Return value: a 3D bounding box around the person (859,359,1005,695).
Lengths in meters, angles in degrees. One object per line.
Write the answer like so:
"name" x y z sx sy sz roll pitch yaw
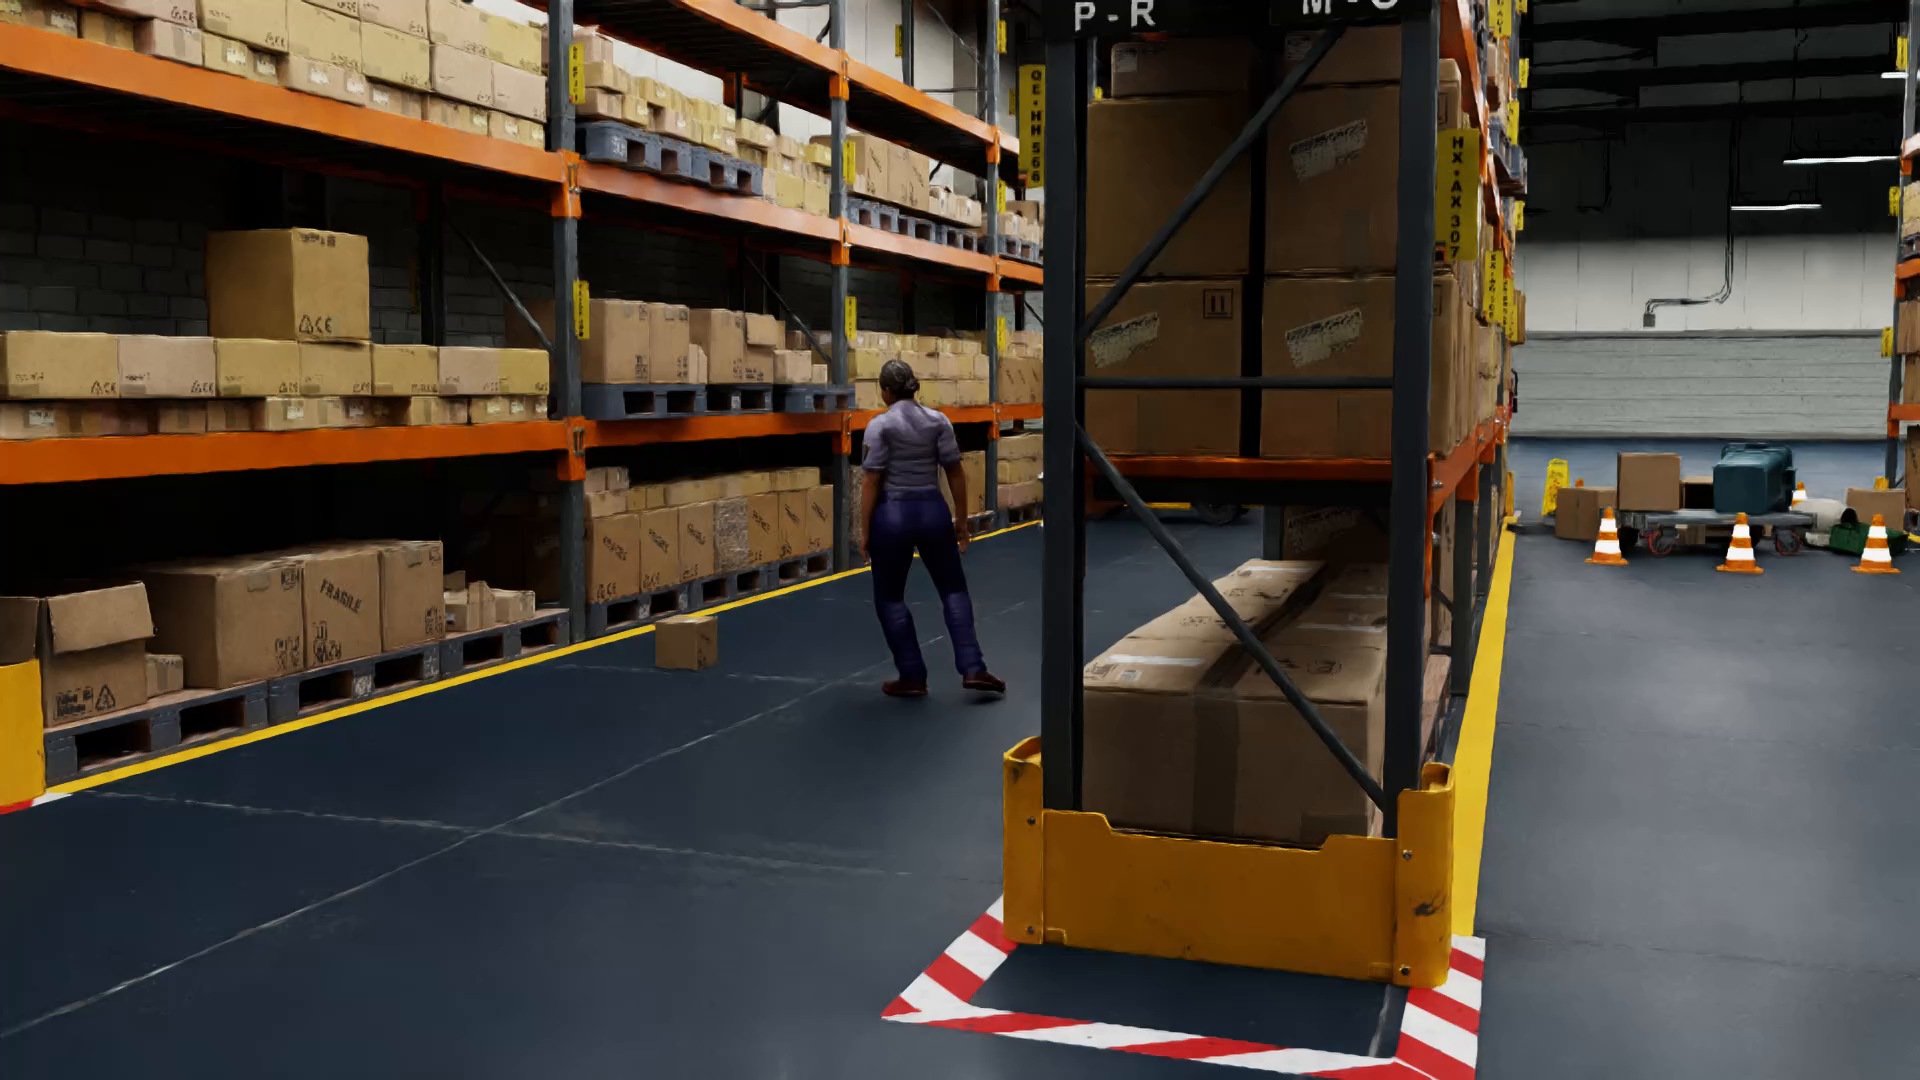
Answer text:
"person" -0.132 -0.051 7.990 0.678 1.627 0.518 -2 6 -19
